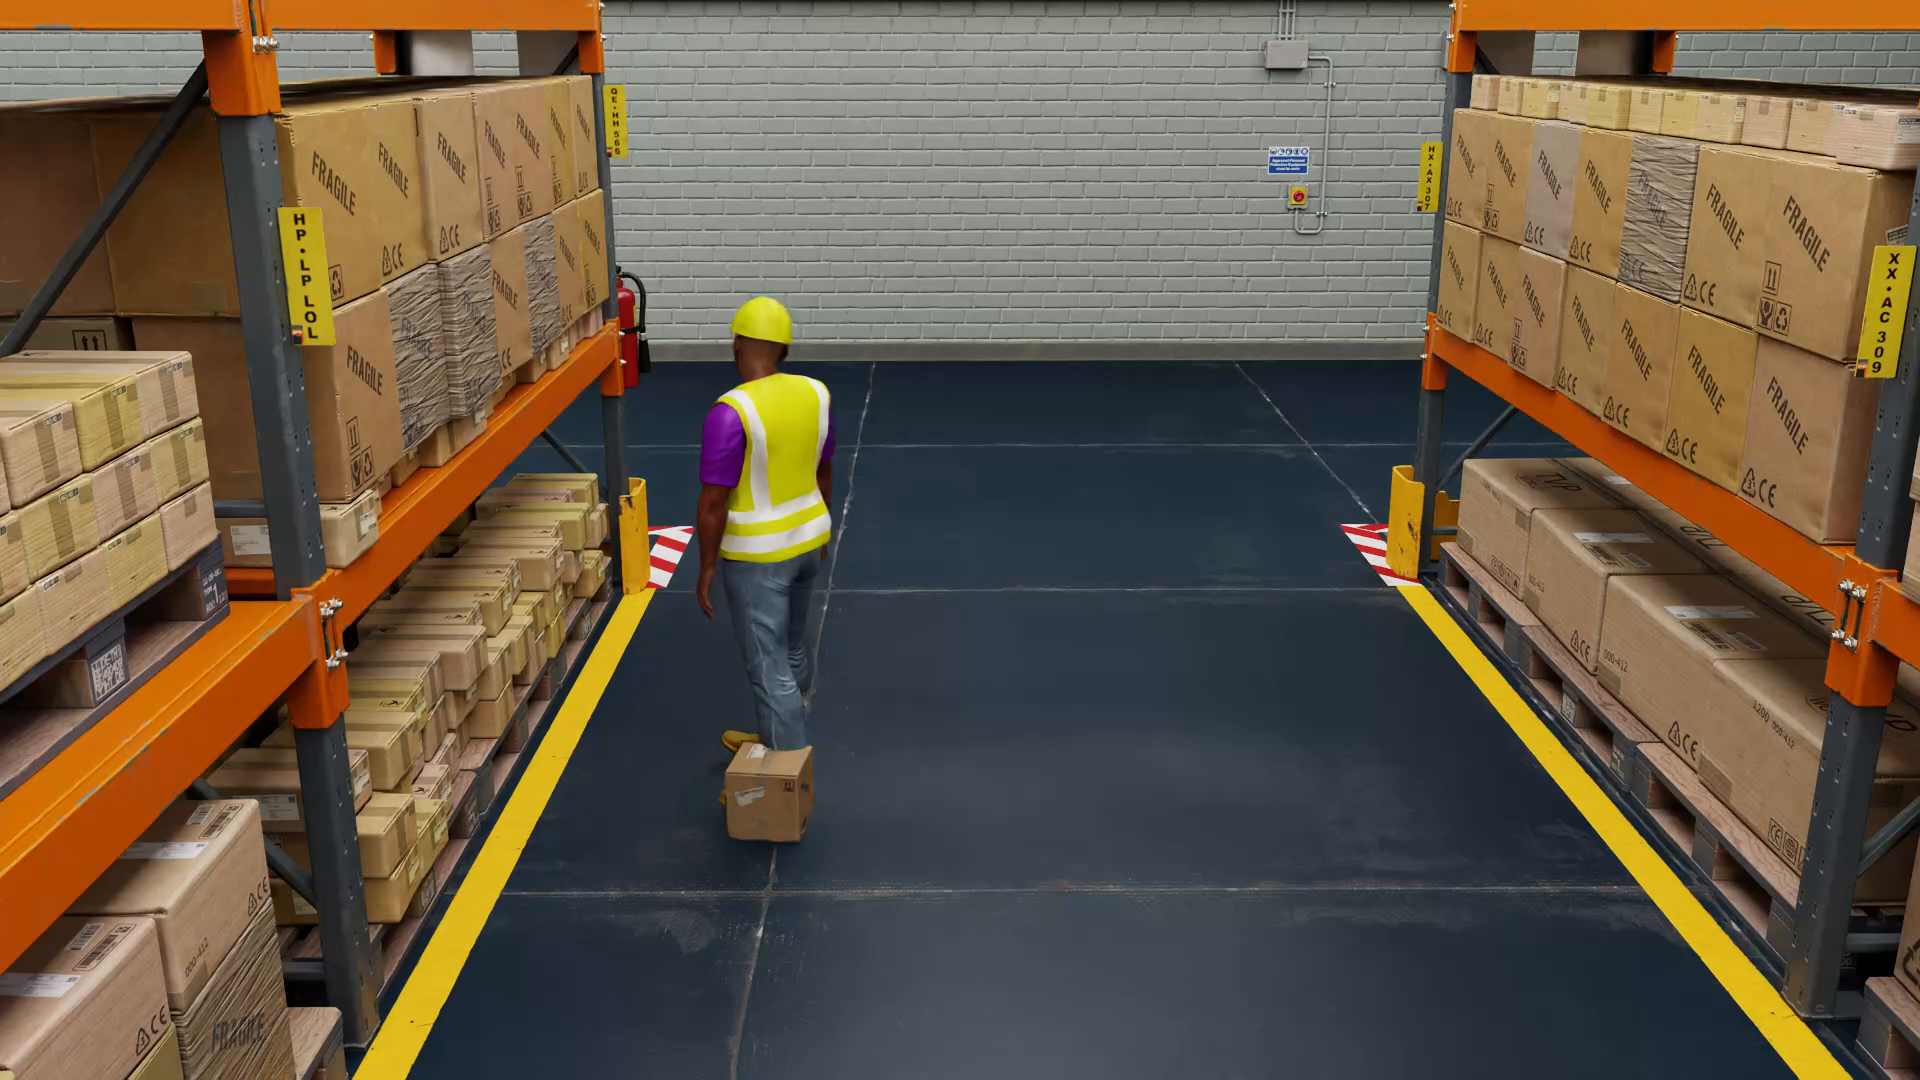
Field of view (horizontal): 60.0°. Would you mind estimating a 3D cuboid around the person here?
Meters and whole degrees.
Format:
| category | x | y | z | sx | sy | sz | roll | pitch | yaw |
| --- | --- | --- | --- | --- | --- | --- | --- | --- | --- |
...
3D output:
| category | x | y | z | sx | sy | sz | roll | pitch | yaw |
| --- | --- | --- | --- | --- | --- | --- | --- | --- | --- |
| person | -0.707 | 0.025 | 5.834 | 0.560 | 1.763 | 0.651 | 11 | 20 | 32 |
